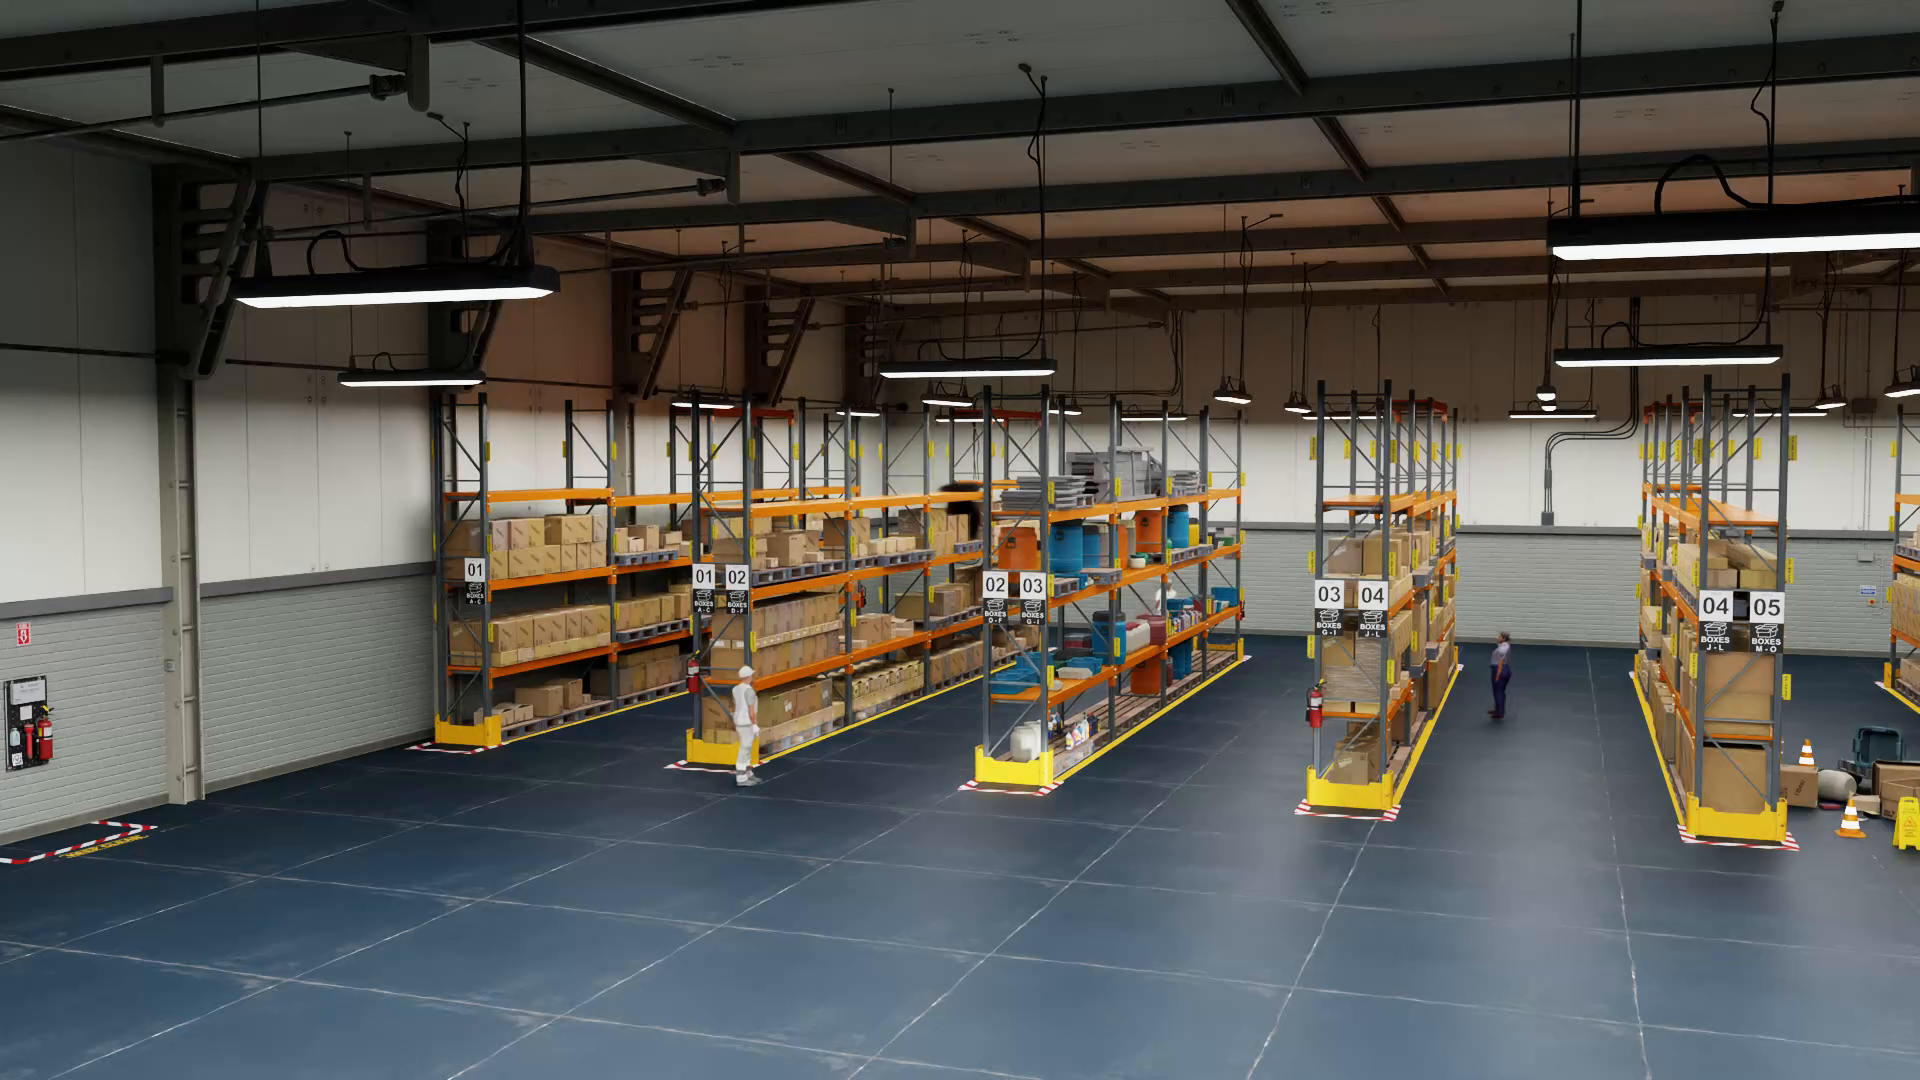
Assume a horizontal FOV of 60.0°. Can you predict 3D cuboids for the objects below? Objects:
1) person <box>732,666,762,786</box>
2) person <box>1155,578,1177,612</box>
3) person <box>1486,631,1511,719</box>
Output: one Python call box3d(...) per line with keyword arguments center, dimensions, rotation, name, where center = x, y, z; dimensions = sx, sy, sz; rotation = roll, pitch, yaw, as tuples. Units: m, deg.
box3d(center=(-3.145, 2.789, 24.942), dimensions=(0.481, 1.807, 0.619), rotation=(-1, 3, -23), name="person")
box3d(center=(5.314, 1.843, 43.036), dimensions=(0.616, 1.734, 0.818), rotation=(-2, 4, -39), name="person")
box3d(center=(10.101, 2.518, 31.317), dimensions=(0.543, 1.641, 0.482), rotation=(3, 4, 44), name="person")
